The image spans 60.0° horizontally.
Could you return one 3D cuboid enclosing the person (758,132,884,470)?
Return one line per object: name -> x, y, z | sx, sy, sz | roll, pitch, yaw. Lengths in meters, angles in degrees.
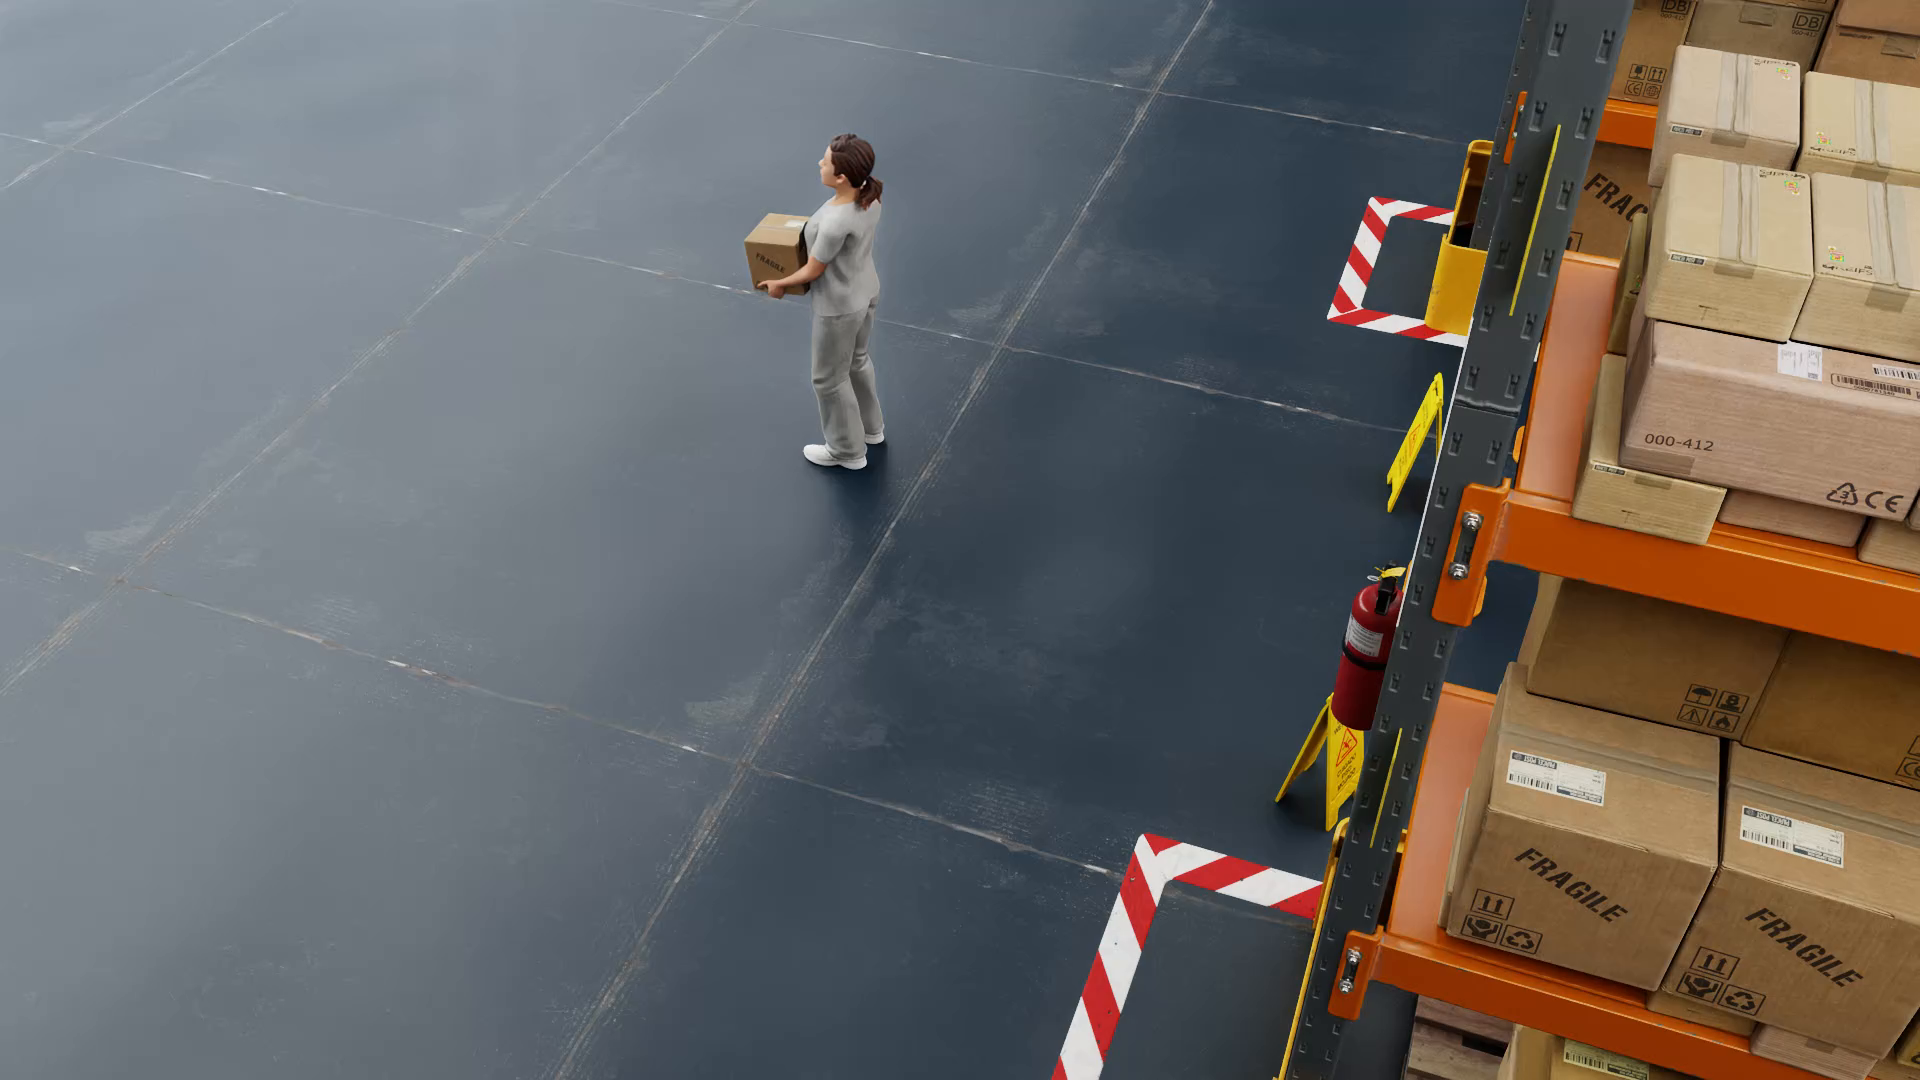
person -> -0.576, -1.062, 7.363 | 0.562, 1.662, 0.437 | 14, 44, 15
